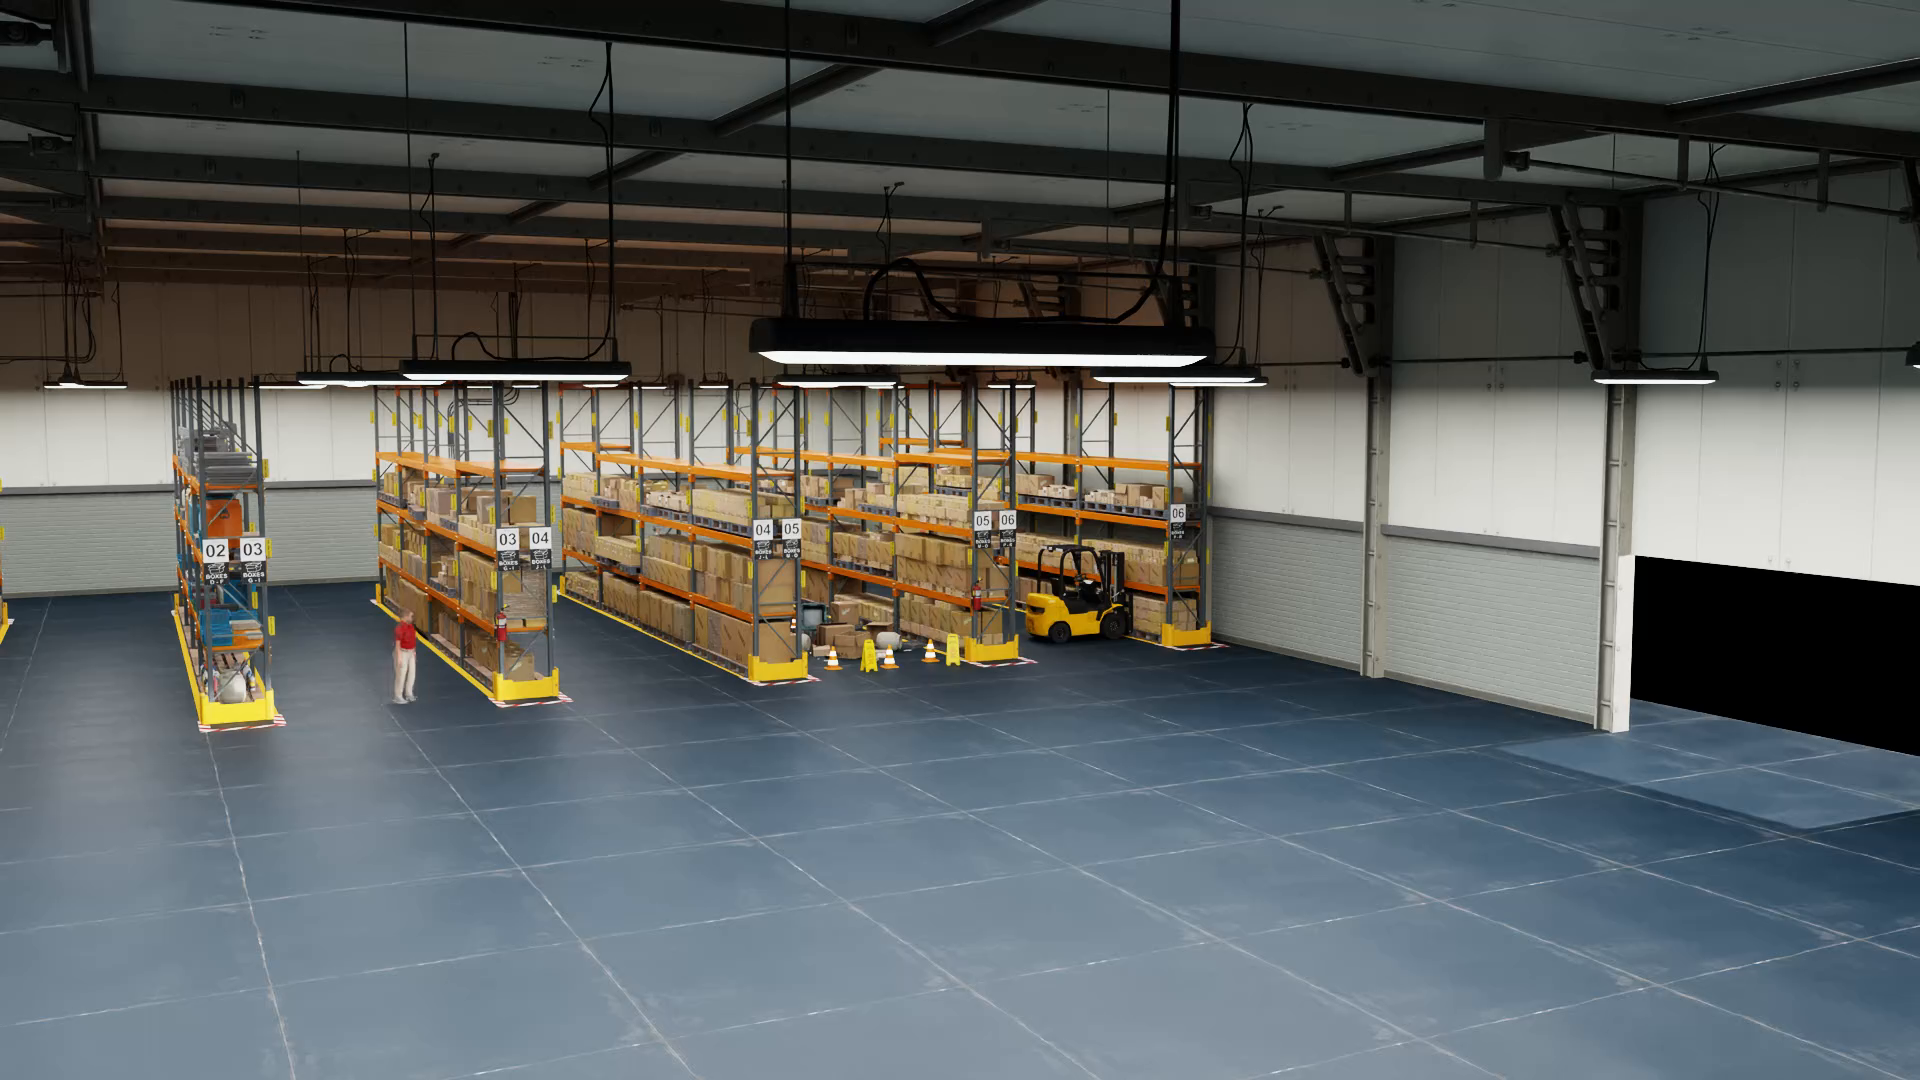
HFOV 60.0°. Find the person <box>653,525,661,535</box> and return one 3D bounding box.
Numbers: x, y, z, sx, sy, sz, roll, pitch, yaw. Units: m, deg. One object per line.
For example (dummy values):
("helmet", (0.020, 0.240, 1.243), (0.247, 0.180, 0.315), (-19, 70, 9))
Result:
("person", (-9.204, 0.376, 50.951), (0.544, 1.681, 0.534), (-3, 6, -26))

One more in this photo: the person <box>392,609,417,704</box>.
("person", (-10.262, 2.144, 30.728), (0.396, 1.738, 0.586), (1, 5, 13))
